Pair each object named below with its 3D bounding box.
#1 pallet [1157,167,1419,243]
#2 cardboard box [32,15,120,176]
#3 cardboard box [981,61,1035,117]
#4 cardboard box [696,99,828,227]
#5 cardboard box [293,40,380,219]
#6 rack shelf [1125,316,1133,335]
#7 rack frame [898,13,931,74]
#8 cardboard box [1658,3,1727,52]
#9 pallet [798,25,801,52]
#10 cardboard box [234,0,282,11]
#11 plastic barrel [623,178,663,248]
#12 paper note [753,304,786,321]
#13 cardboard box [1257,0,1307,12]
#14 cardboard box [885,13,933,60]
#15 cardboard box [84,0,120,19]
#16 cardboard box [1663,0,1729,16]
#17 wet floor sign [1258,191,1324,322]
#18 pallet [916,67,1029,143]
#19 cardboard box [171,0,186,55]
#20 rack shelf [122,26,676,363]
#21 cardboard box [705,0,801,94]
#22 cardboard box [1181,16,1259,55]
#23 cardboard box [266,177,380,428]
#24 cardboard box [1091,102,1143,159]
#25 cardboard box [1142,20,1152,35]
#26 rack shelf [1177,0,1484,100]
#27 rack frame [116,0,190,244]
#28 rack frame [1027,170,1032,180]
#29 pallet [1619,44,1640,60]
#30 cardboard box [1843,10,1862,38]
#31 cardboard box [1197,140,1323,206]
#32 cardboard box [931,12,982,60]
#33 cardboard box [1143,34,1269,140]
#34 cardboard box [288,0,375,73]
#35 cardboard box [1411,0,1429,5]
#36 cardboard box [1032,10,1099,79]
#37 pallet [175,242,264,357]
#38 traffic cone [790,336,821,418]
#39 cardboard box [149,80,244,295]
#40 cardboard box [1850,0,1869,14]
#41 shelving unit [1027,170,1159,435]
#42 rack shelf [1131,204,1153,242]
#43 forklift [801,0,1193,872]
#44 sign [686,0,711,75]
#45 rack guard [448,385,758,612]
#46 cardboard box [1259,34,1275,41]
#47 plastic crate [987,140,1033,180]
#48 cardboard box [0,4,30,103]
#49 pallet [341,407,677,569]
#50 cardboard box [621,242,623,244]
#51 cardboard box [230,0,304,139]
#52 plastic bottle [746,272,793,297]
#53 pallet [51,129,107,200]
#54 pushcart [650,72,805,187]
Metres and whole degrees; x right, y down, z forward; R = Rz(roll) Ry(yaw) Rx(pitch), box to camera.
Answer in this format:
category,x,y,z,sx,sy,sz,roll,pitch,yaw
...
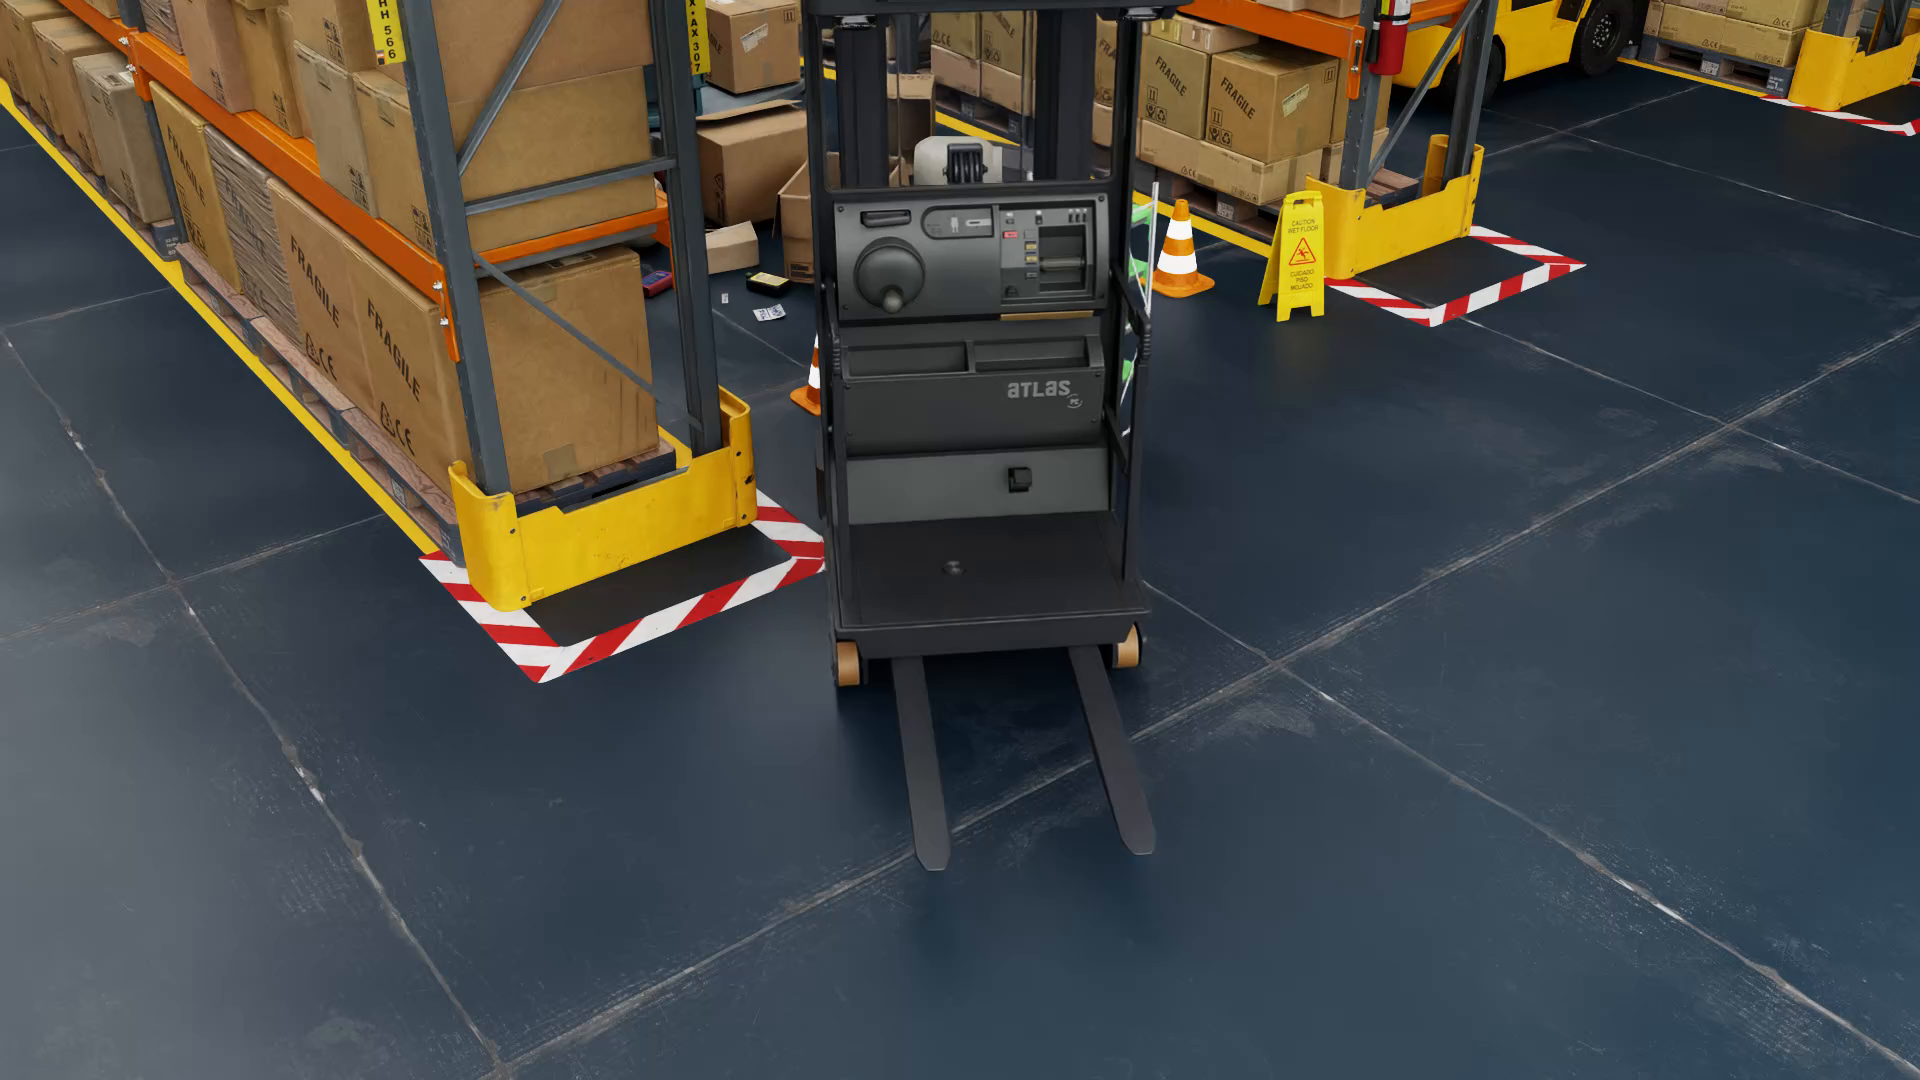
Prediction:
category,x,y,z,sx,sy,sz,roll,pitch,yaw
pallet,1.937,-2.098,9.929,1.003,0.211,1.213,-22,38,-31
cardboard box,-4.887,-2.780,10.118,1.050,0.750,0.750,-22,38,-31
cardboard box,0.486,-3.027,10.988,0.500,0.250,0.500,-20,37,-29
cardboard box,-1.203,-2.198,9.684,0.797,0.637,0.503,-22,38,-31
cardboard box,-2.012,-1.684,6.475,0.875,0.550,0.550,-22,38,-31
rack shelf,0.549,-0.945,7.256,0.480,0.148,0.258,24,39,33
rack frame,0.001,-4.568,11.262,1.000,3.000,0.127,-22,38,-31
cardboard box,5.537,-3.823,12.270,0.500,0.250,0.500,-22,38,-31
pallet,-1.230,-4.217,13.339,1.003,0.211,1.213,-22,38,-31
cardboard box,-2.665,-2.603,6.932,0.875,0.550,0.500,-22,38,-31
plastic barrel,-1.940,-1.854,9.334,0.512,0.421,0.421,1,32,2
paper note,-0.989,-1.181,8.624,0.144,0.017,0.142,-10,33,-15
cardboard box,1.812,-2.951,8.896,0.380,0.149,0.250,-23,38,-32
cardboard box,-0.323,-3.848,12.196,0.950,0.372,0.625,-22,38,-31
cardboard box,-4.378,-3.098,8.801,0.500,0.500,0.500,-23,38,-32
cardboard box,5.528,-4.046,12.155,0.500,0.250,0.500,-23,38,-32
wet floor sign,1.725,-1.476,8.515,0.267,0.644,0.232,-10,33,-15
pallet,0.441,-3.115,11.566,1.003,0.211,1.213,-22,38,-31
cardboard box,-3.256,-2.617,7.978,0.875,0.550,0.550,-22,38,-31
rack shelf,-2.621,-1.786,7.464,1.077,0.370,4.000,-22,38,-31
cardboard box,-1.387,-3.240,10.775,0.500,0.500,0.500,-22,38,-31
cardboard box,1.478,-2.887,9.437,0.380,0.149,0.250,-21,38,-30
cardboard box,-2.404,-1.161,7.392,0.875,0.875,0.875,-23,39,-32
cardboard box,1.109,-2.596,10.295,0.500,0.250,0.500,-24,39,-33
cardboard box,1.166,-3.103,9.785,0.380,0.149,0.250,-21,37,-29
rack shelf,1.227,-3.429,10.110,1.077,0.370,4.000,-22,38,-31
rack frame,-3.847,-2.925,8.616,1.000,3.000,0.127,-22,38,-31
rack frame,0.363,-1.083,7.357,0.015,1.200,0.240,24,39,33
pallet,5.126,-4.138,13.212,1.003,0.211,1.213,-22,38,-31
cardboard box,6.226,-3.787,12.213,0.500,0.250,0.500,-22,38,-31
cardboard box,1.731,-2.171,9.611,0.500,0.250,0.500,-22,38,-32
cardboard box,0.149,-3.564,11.143,0.500,0.500,0.500,-20,37,-29
cardboard box,1.434,-2.696,9.745,0.500,0.500,0.500,-21,37,-30
cardboard box,-2.001,-2.147,6.198,0.875,0.550,0.550,-22,38,-31
cardboard box,2.409,-3.003,8.980,0.380,0.149,0.250,-22,38,-31
cardboard box,0.804,-3.128,10.441,0.500,0.500,0.500,-20,37,-29
pallet,-3.443,-1.398,8.801,1.003,0.211,1.213,-22,38,-31
traffic cone,-0.598,-0.861,7.697,0.336,0.463,0.334,-22,38,-31
cardboard box,-3.517,-1.916,8.607,0.875,0.875,0.875,-22,38,-31
cardboard box,6.248,-3.995,12.073,0.500,0.250,0.500,-21,38,-31
shelving unit,0.549,-1.000,7.222,0.503,1.200,0.258,24,39,33
rack shelf,0.549,-1.353,7.003,0.480,0.148,0.258,24,39,33
forklift,0.068,-0.916,5.447,1.130,2.935,3.031,-3,32,-5
sign,-0.952,-1.836,5.968,0.100,0.325,0.005,-22,38,-31
rack guard,-1.380,-0.186,6.575,1.175,0.500,0.348,-22,38,-31
cardboard box,1.838,-2.882,10.045,0.500,0.500,0.500,-24,39,-33
plastic crate,0.316,-2.408,10.552,0.583,0.080,0.402,18,36,27
cardboard box,-5.998,-3.532,11.327,1.050,0.750,0.750,-23,38,-32
pallet,-1.946,-0.381,7.163,1.003,0.211,1.213,-22,38,-31
cardboard box,-2.085,-1.549,8.768,0.500,0.500,0.500,-16,35,-23
cardboard box,-2.614,-2.165,7.251,0.875,0.550,0.500,-22,38,-31
plastic bottle,-1.049,-1.376,8.908,0.283,0.061,0.133,18,36,27
pallet,-5.132,-2.546,10.649,1.003,0.211,1.213,-22,38,-31
pushcart,-1.769,-2.696,10.733,0.936,0.377,1.648,18,36,27
